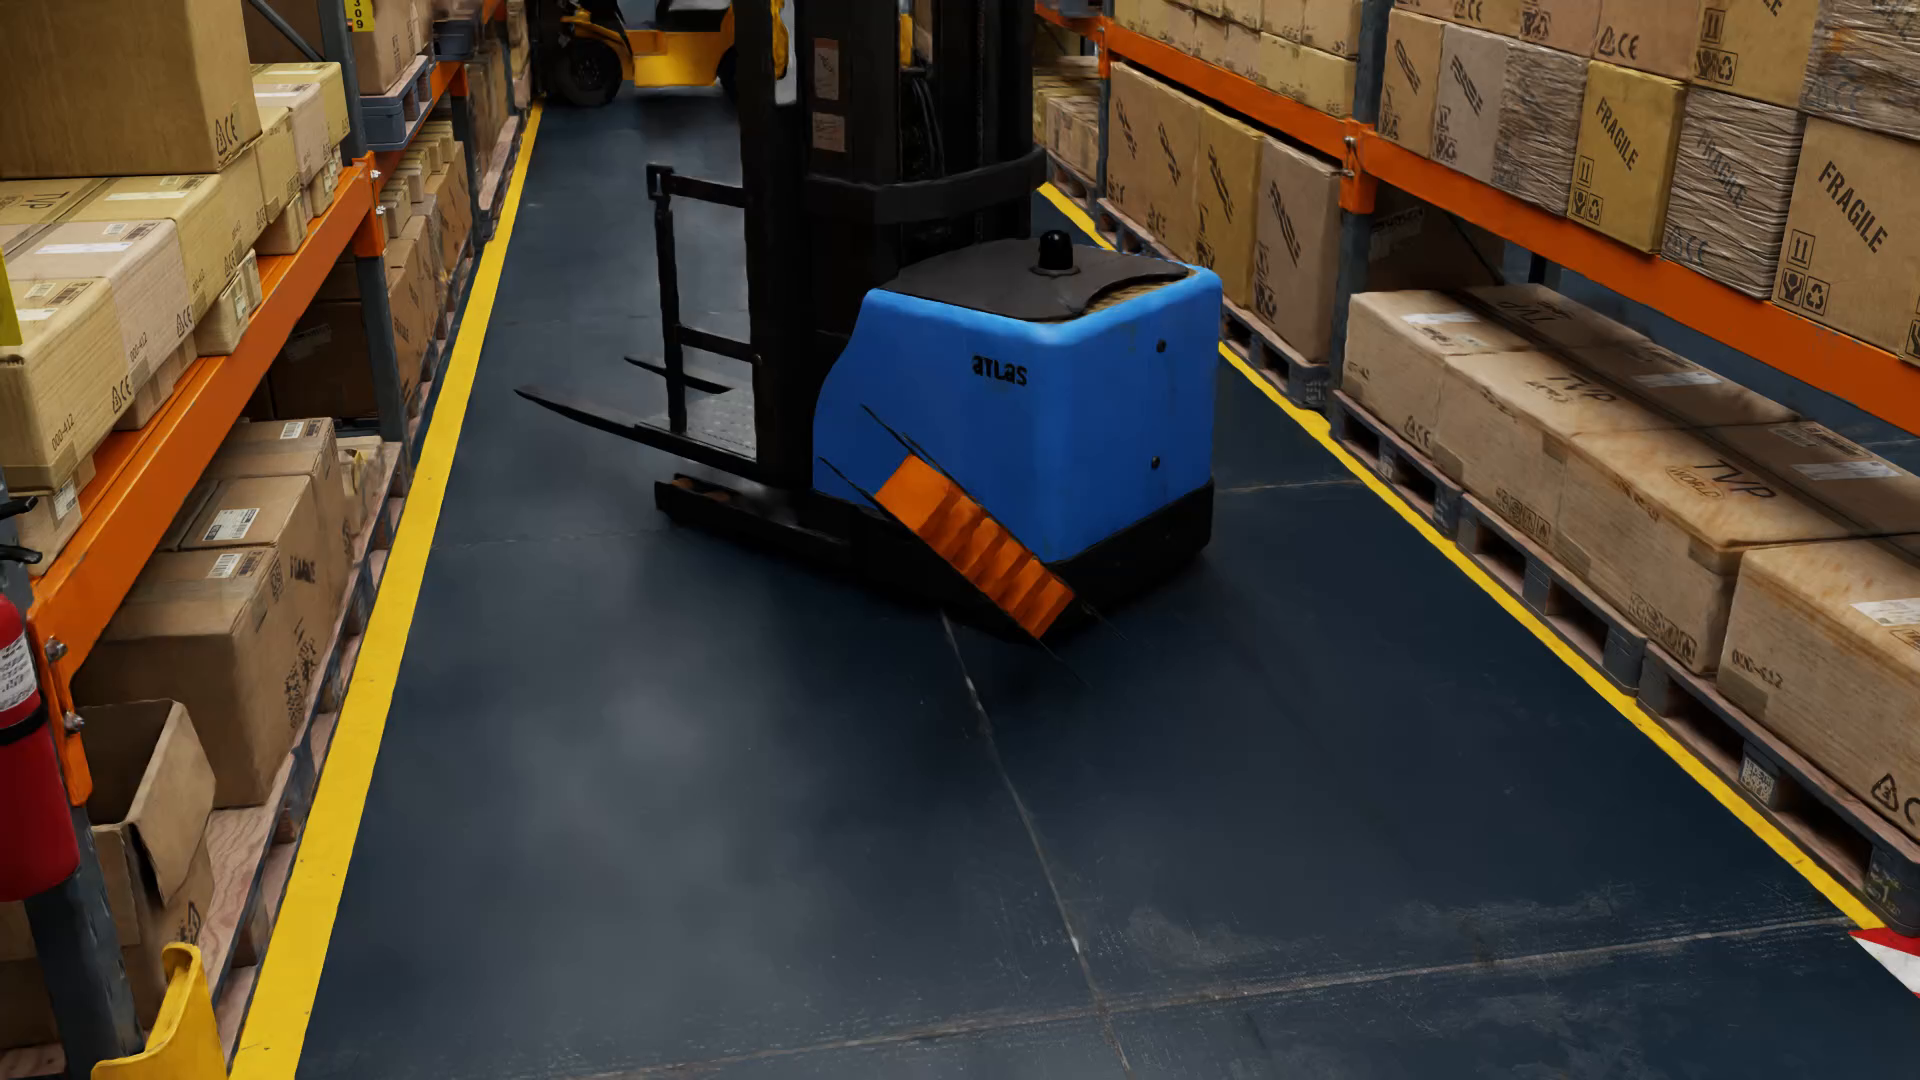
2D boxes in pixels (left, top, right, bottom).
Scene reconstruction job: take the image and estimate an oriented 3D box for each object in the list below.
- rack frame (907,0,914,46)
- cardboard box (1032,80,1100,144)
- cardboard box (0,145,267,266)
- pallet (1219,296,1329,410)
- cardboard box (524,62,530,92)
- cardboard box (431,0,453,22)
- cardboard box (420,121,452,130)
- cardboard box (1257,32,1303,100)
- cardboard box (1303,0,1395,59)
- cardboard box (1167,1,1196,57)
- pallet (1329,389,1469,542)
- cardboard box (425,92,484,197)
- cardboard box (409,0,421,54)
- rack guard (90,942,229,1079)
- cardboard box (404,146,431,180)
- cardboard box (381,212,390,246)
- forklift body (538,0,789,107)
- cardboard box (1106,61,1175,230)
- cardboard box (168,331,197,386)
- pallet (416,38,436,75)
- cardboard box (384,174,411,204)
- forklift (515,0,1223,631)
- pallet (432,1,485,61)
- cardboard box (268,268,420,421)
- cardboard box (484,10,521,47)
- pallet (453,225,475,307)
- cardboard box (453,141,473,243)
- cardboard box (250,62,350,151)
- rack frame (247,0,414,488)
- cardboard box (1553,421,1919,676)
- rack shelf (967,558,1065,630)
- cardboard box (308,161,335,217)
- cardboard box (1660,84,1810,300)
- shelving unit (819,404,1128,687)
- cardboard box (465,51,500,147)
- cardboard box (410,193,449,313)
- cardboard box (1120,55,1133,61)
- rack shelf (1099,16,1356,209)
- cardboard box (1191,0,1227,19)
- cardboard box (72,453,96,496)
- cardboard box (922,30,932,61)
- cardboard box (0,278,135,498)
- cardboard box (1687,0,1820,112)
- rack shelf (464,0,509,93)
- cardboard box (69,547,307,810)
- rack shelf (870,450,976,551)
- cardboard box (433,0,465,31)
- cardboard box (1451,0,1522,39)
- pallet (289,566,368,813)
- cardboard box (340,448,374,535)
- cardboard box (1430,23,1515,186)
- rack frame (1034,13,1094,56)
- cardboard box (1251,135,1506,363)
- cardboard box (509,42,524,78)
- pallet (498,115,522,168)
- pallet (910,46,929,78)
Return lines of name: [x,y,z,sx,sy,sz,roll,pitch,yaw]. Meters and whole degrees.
rack frame: [-0.071,-6.664,17.760,1.000,3.000,0.127,-4,24,-10]
cardboard box: [1.035,-3.317,12.855,0.950,0.372,0.625,-4,24,-8]
cardboard box: [-2.114,-0.865,4.298,0.500,0.250,0.500,-5,24,-11]
pallet: [1.932,-0.964,8.193,1.003,0.211,1.213,-4,24,-10]
cardboard box: [-4.082,-4.067,14.726,0.500,0.250,0.500,-5,24,-11]
cardboard box: [-2.956,-2.881,8.761,0.500,0.250,0.500,-5,24,-12]
cardboard box: [-3.128,-2.317,9.595,0.380,0.149,0.250,-5,24,-12]
cardboard box: [1.725,-2.233,7.803,0.500,0.250,0.500,-5,24,-10]
cardboard box: [1.828,-2.260,7.239,0.500,0.250,0.500,-4,24,-10]
cardboard box: [1.456,-2.830,9.169,0.500,0.250,0.500,-4,24,-8]
pallet: [2.212,-0.361,6.813,1.003,0.211,1.213,-4,24,-10]
cardboard box: [-3.571,-2.499,10.666,0.875,0.625,0.625,-4,24,-8]
cardboard box: [-2.609,-2.281,7.367,0.396,0.266,0.258,-3,24,-7]
rack guard: [-2.003,1.114,3.075,1.175,0.500,0.348,-4,24,-10]
cardboard box: [-3.038,-1.998,8.865,0.380,0.149,0.250,-4,24,-8]
cardboard box: [-2.784,-1.390,7.473,0.380,0.149,0.250,-5,24,-11]
forklift body: [-2.805,-5.295,15.687,2.313,2.155,1.214,-4,24,-10]
cardboard box: [1.455,-2.458,10.260,0.875,0.875,0.875,-5,24,-10]
cardboard box: [-1.997,-0.441,3.827,0.380,0.149,0.250,-4,24,-9]
pallet: [-3.105,-2.296,7.998,1.003,0.211,1.213,-4,24,-10]
cardboard box: [-2.916,-1.693,8.166,0.380,0.149,0.250,-4,24,-10]
forklift: [-0.545,-1.511,6.047,3.031,2.935,1.130,18,29,35]
pallet: [-3.274,-2.799,9.151,1.213,0.211,1.003,-4,24,-10]
cardboard box: [-2.597,-0.829,6.998,0.500,0.500,0.500,-3,24,-7]
cardboard box: [-3.989,-4.326,14.068,0.500,0.250,0.500,-5,24,-11]
pallet: [-3.368,-1.574,9.590,1.003,0.211,1.213,-4,24,-10]
cardboard box: [-3.179,-2.045,9.783,0.500,0.500,0.500,-4,24,-8]
cardboard box: [-2.395,-1.460,5.661,0.500,0.250,0.500,-4,24,-8]
rack frame: [-2.729,-1.575,6.108,1.000,3.000,0.127,-4,24,-10]
cardboard box: [2.490,0.000,5.179,0.875,0.438,0.875,-4,24,-8]
rack shelf: [0.160,0.124,4.987,0.180,0.103,0.258,-51,42,-3]
cardboard box: [-2.281,-1.152,5.453,0.380,0.149,0.250,-4,24,-8]
cardboard box: [2.356,-0.986,4.636,0.500,0.500,0.500,-4,24,-8]
shelving unit: [0.069,0.043,4.876,0.189,1.200,0.258,-51,42,-3]
cardboard box: [-3.965,-3.316,12.536,0.875,0.625,0.625,-5,24,-10]
cardboard box: [-2.883,-1.439,8.395,0.500,0.500,0.500,-5,24,-12]
cardboard box: [1.808,-4.468,15.853,0.500,0.500,0.500,13,27,27]
rack shelf: [1.778,-2.401,8.898,1.077,0.370,4.000,-4,24,-10]
cardboard box: [1.515,-2.859,8.611,0.500,0.250,0.500,-4,24,-9]
cardboard box: [-1.873,-0.133,3.120,0.380,0.149,0.250,-4,24,-8]
cardboard box: [-0.106,-5.057,16.992,0.500,0.250,0.500,-3,24,-8]
cardboard box: [-1.809,-0.268,2.931,0.500,0.250,0.500,-4,24,-9]
cardboard box: [2.351,-1.445,4.436,0.500,0.500,0.500,-4,24,-10]
rack shelf: [-3.839,-3.605,11.656,1.077,0.370,4.000,-4,24,-10]
cardboard box: [-2.129,0.365,4.265,0.700,0.500,0.500,-3,24,-8]
rack shelf: [-0.106,-0.112,4.665,0.180,0.103,0.258,-51,42,-3]
cardboard box: [-3.311,-3.272,10.182,0.500,0.250,0.500,-4,24,-10]
cardboard box: [2.086,-2.043,5.807,0.500,0.500,0.500,-5,24,-10]
pallet: [-2.374,0.454,4.947,1.003,0.211,1.213,-4,24,-10]
cardboard box: [-2.271,-0.177,5.798,0.396,0.266,0.258,-3,24,-8]
cardboard box: [2.067,-1.587,6.012,0.500,0.500,0.500,-4,24,-9]
rack frame: [0.669,-5.090,14.158,1.000,3.000,0.127,-4,24,-10]
cardboard box: [1.955,-1.400,7.839,0.875,0.875,0.875,-4,24,-8]
cardboard box: [-3.994,-4.096,14.167,0.500,0.250,0.500,-4,24,-10]
pallet: [-4.034,-3.157,13.214,1.003,0.211,1.213,-4,24,-10]
pallet: [0.059,-5.034,17.512,1.003,0.211,1.213,-4,24,-10]
